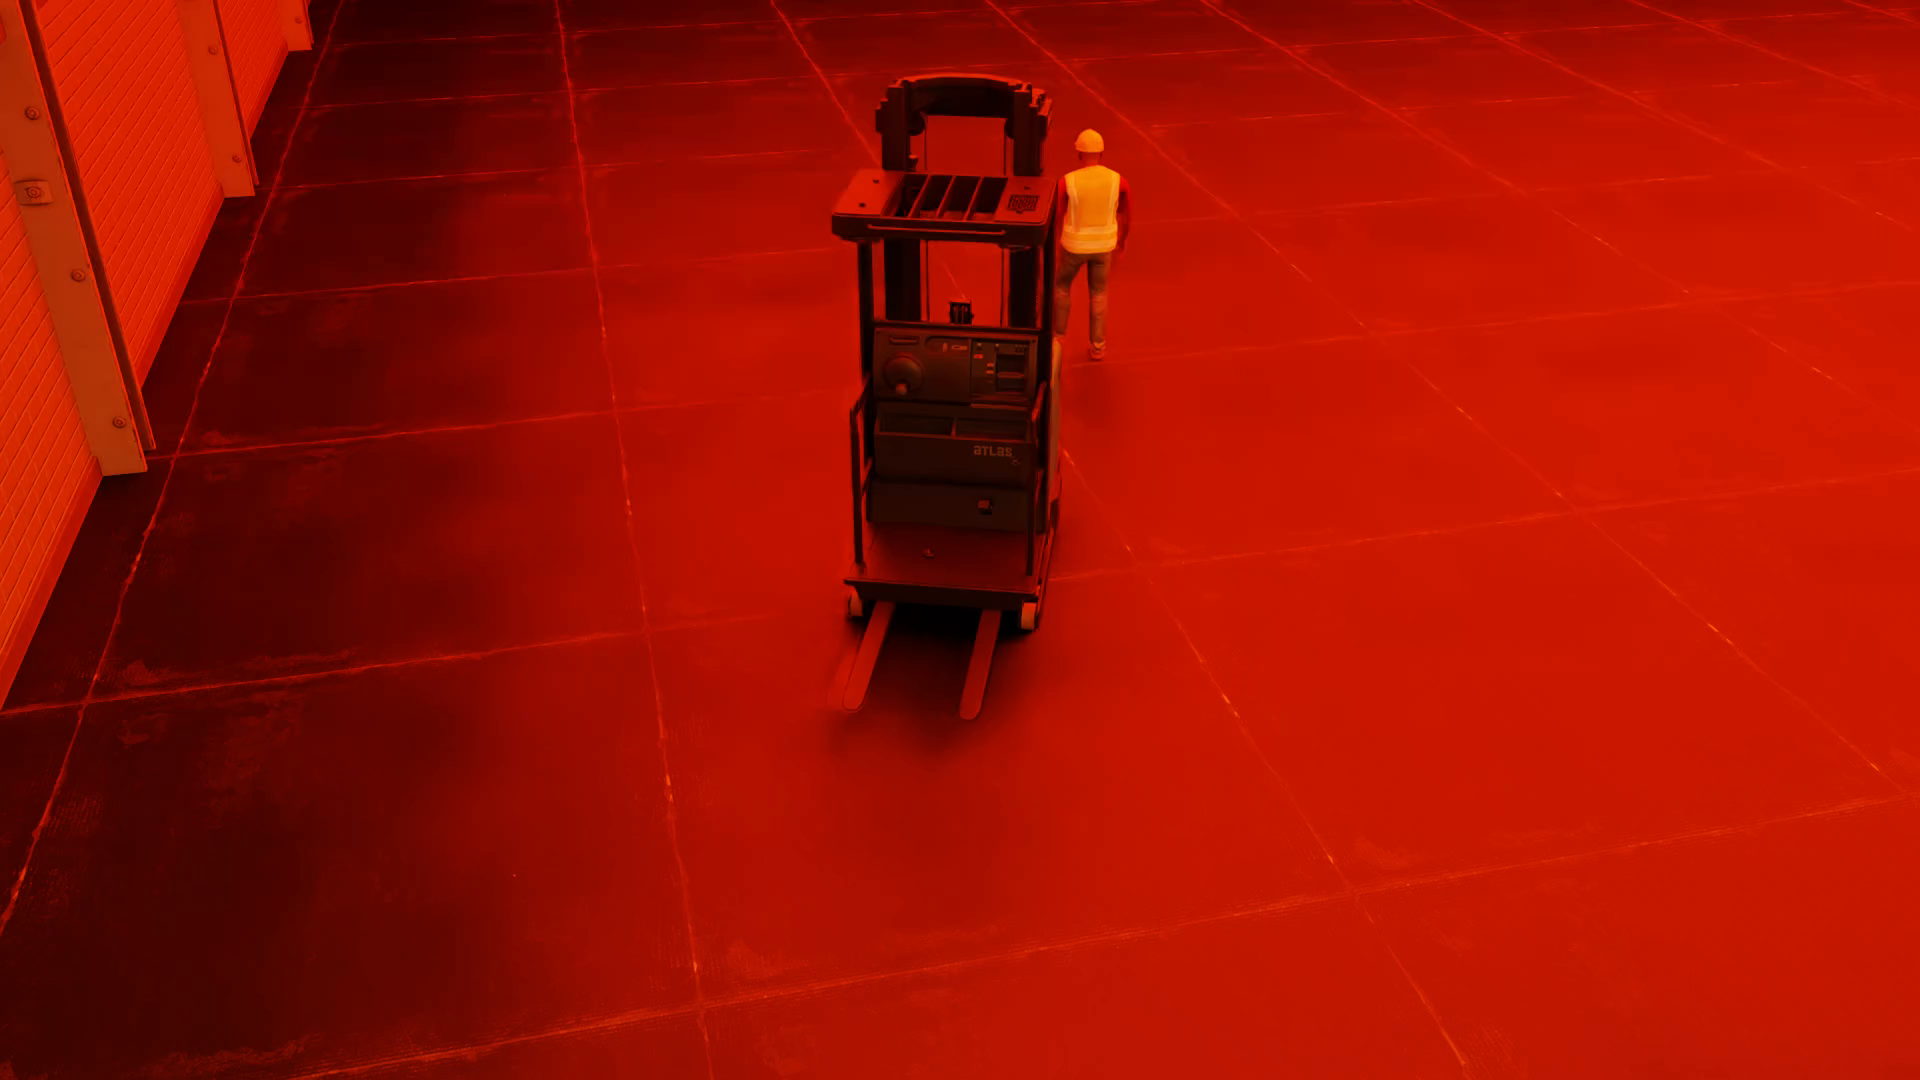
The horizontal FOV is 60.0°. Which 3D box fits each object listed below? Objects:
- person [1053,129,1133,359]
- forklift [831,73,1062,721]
[{"bbox_3d":[0.961,-2.258,12.714,0.663,1.802,0.552,-4,30,-6],"label":"person"},{"bbox_3d":[-0.056,-0.934,9.188,1.130,2.935,3.031,4,30,7],"label":"forklift"}]
